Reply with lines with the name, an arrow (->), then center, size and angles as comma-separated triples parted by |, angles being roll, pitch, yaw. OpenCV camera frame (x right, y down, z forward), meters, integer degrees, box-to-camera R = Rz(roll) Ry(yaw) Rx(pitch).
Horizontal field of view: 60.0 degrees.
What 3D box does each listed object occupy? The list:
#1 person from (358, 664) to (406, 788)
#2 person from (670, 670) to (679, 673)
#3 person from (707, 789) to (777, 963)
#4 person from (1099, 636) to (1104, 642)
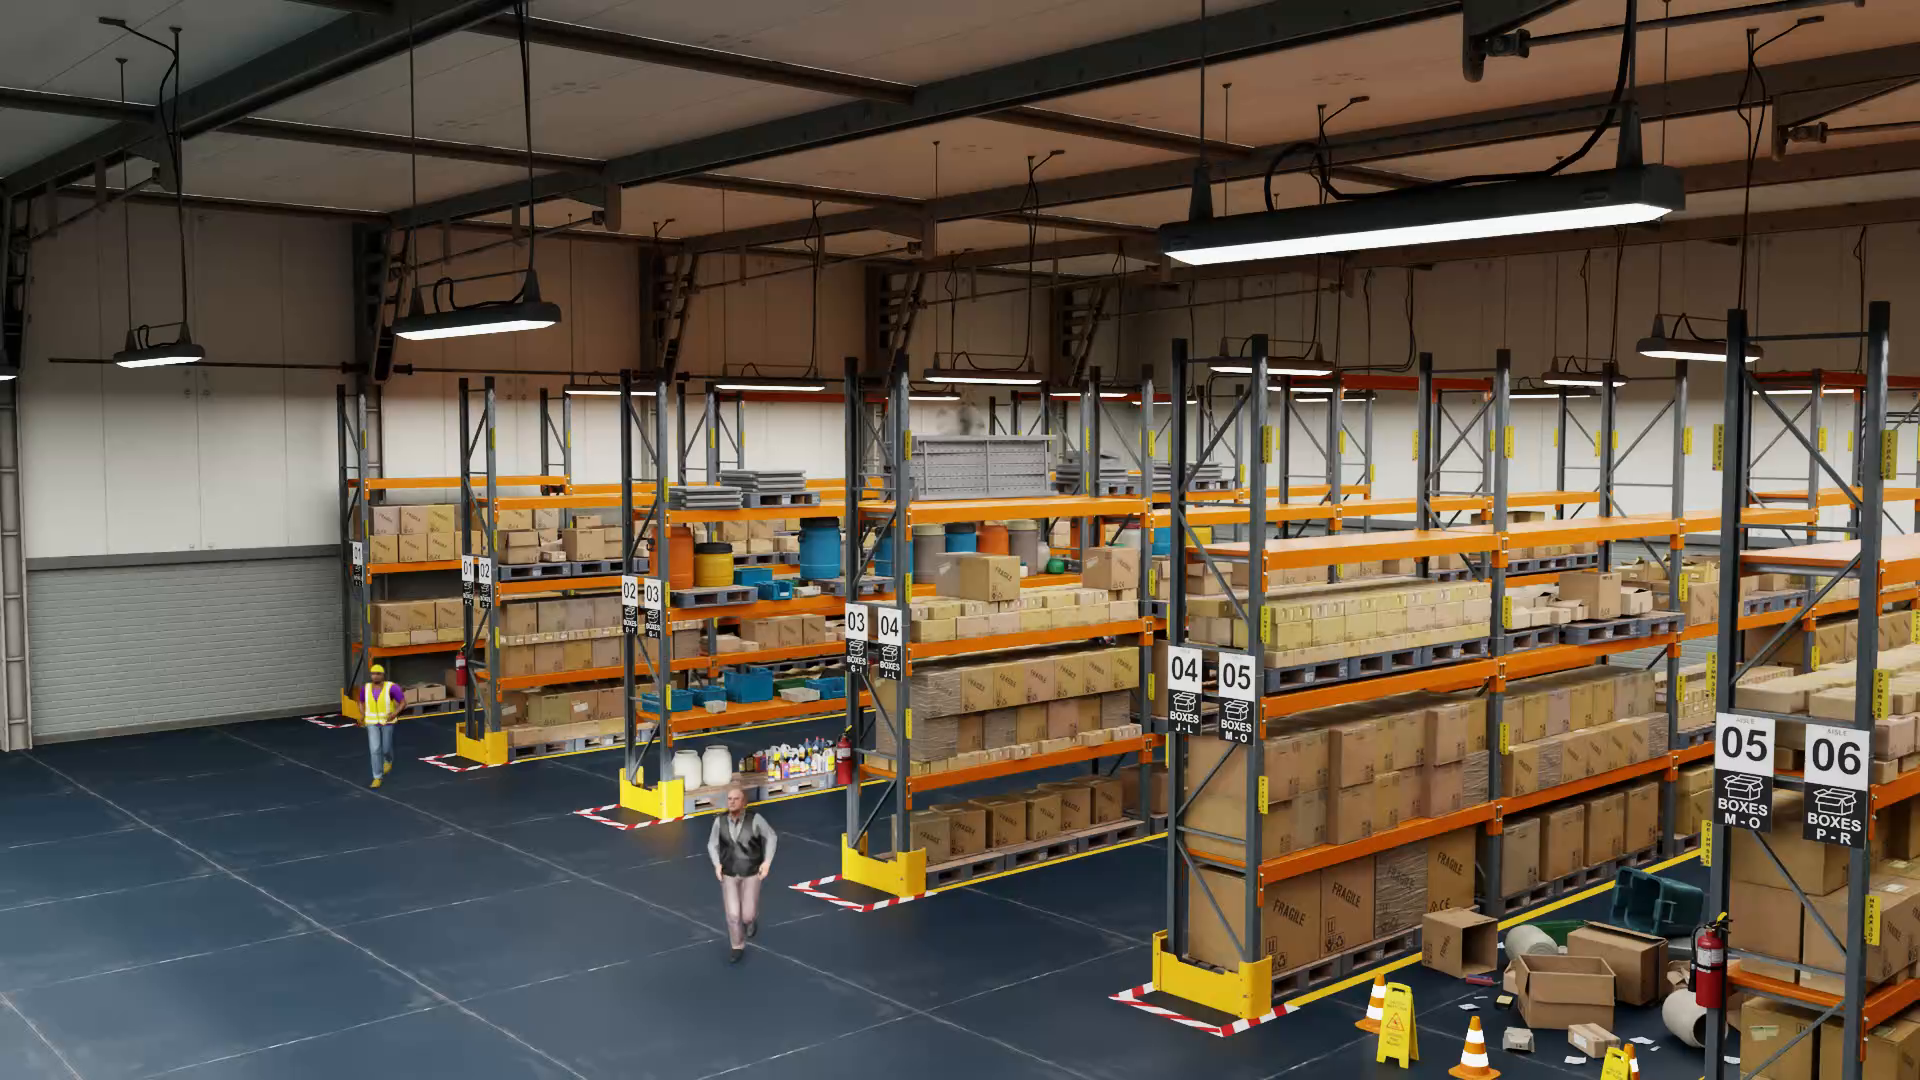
person -> -8.448, 2.681, 24.309 | 0.692, 1.761, 0.847 | -1, 4, -8
person -> -5.274, 2.286, 30.305 | 0.601, 1.746, 0.641 | -4, 5, -45
person -> -2.136, 3.263, 16.279 | 0.674, 1.694, 0.638 | 0, 4, 4
person -> 2.488, 2.084, 32.134 | 0.608, 1.613, 0.527 | 2, 4, 34
